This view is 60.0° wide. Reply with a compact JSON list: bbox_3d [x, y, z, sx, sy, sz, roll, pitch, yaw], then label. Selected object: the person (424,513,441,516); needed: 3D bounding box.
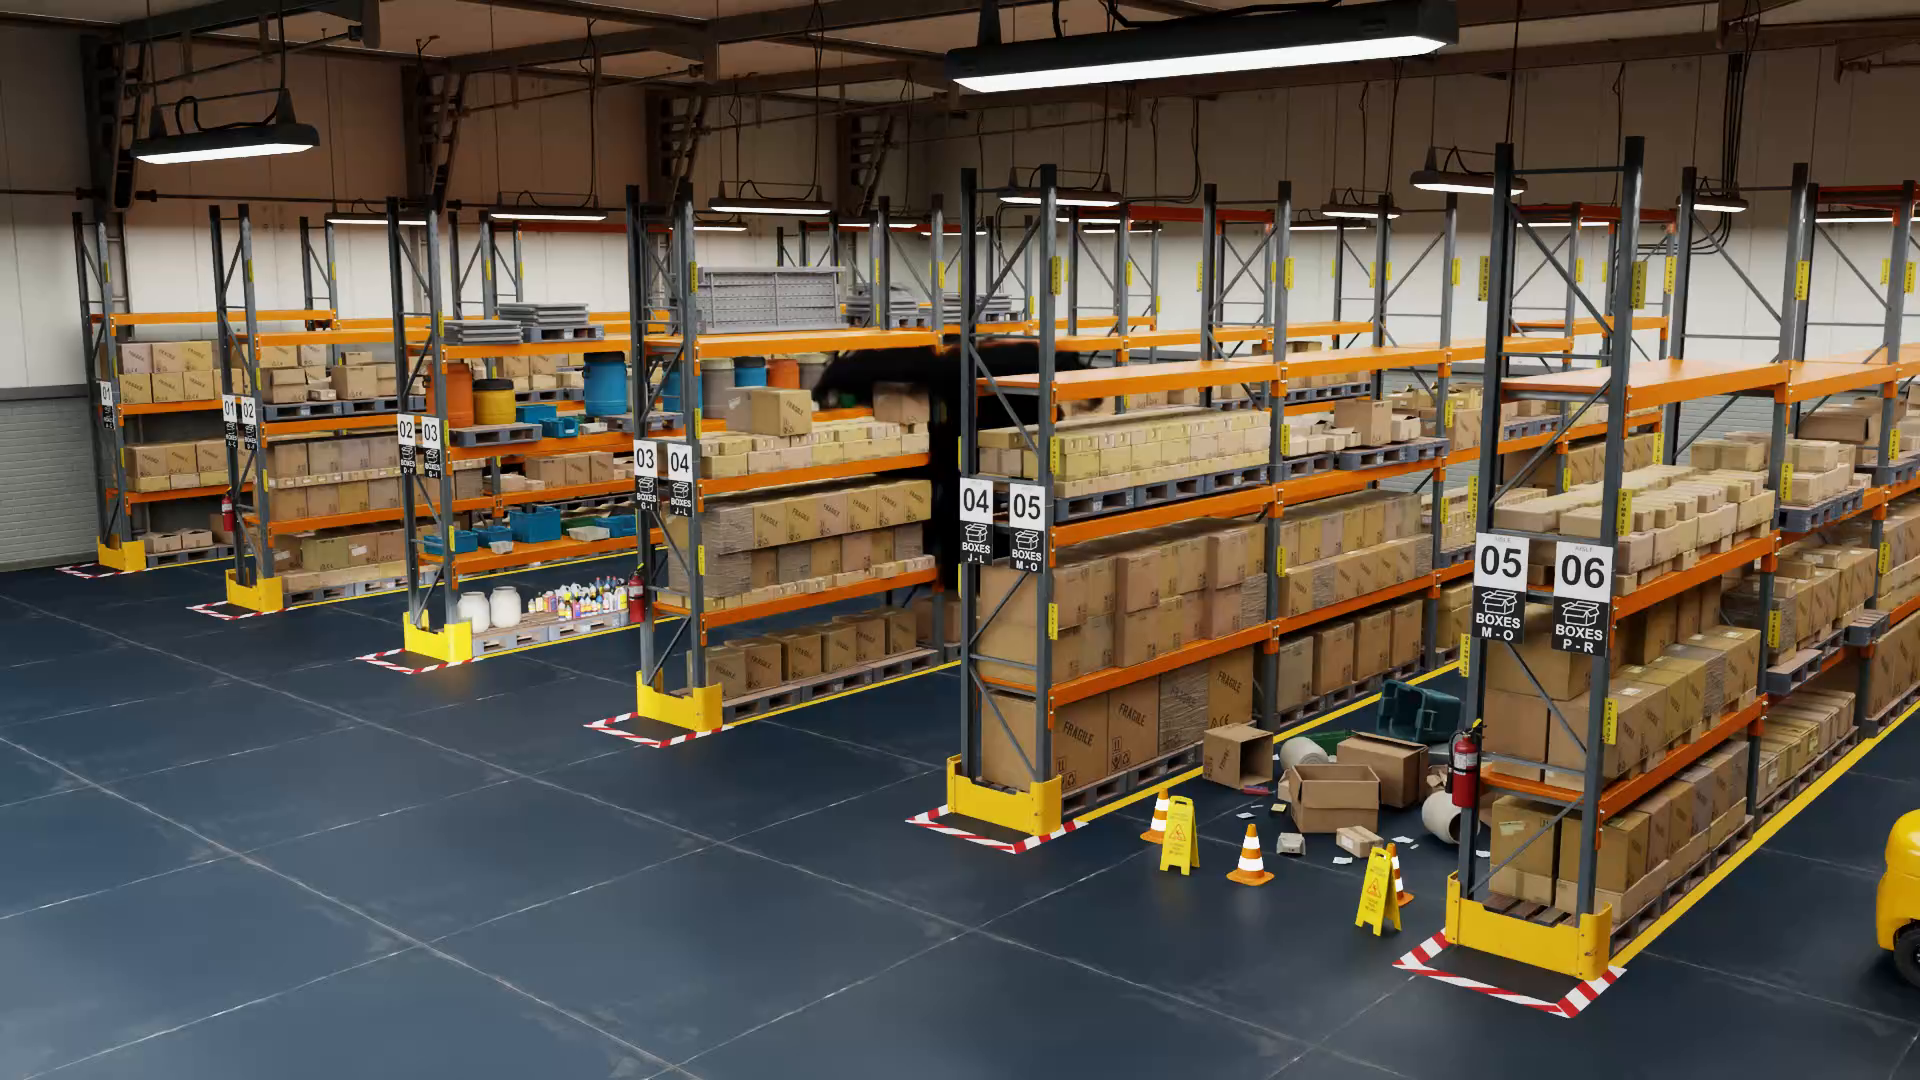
[{"bbox_3d":[-9.200,-0.496,29.323,0.669,1.629,0.831,4,10,25],"label":"person"}]
